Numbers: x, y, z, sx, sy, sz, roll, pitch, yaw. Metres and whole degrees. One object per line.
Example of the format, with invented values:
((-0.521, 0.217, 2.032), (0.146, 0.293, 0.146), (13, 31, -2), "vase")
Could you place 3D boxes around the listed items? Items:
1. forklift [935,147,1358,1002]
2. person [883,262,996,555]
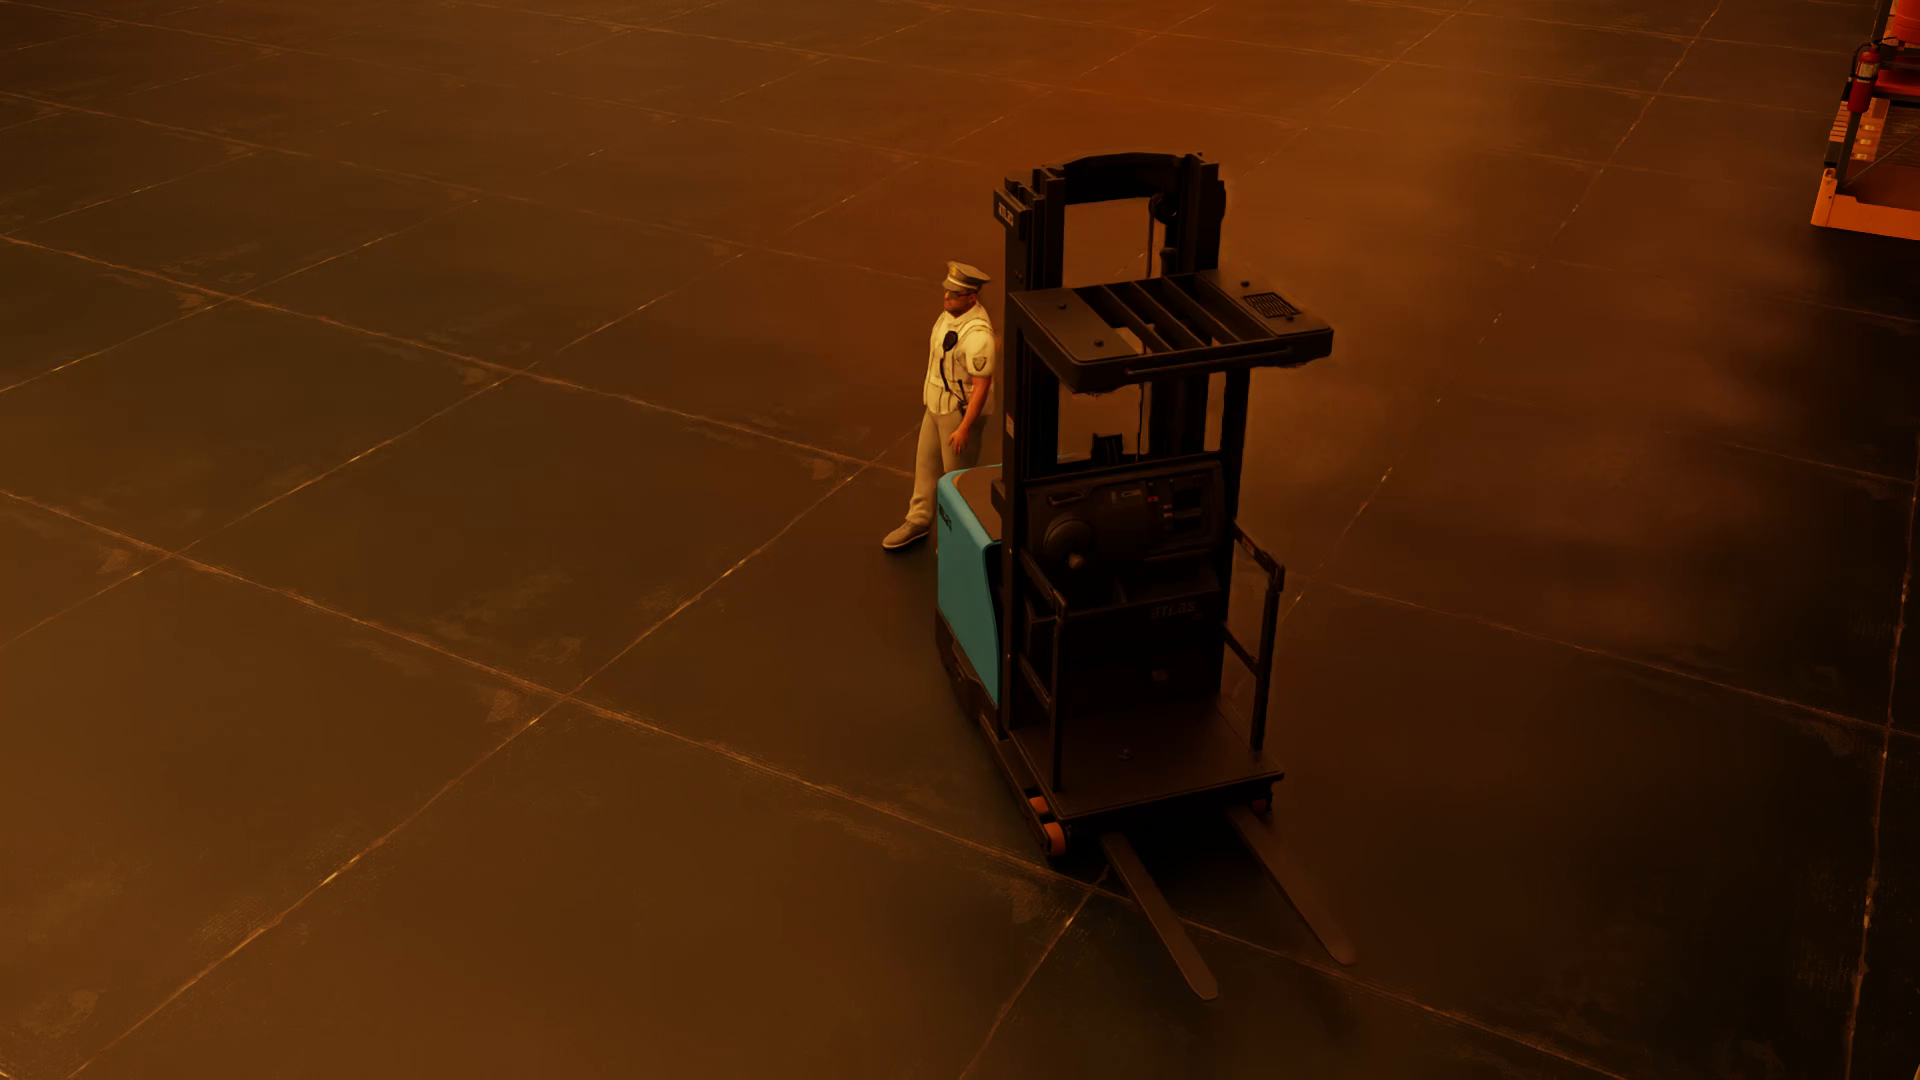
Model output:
((0.805, -0.057, 7.170), (1.130, 2.935, 3.031), (-9, 31, -15), "forklift")
((-0.136, -0.744, 9.511), (0.644, 1.773, 0.648), (-10, 31, -17), "person")
